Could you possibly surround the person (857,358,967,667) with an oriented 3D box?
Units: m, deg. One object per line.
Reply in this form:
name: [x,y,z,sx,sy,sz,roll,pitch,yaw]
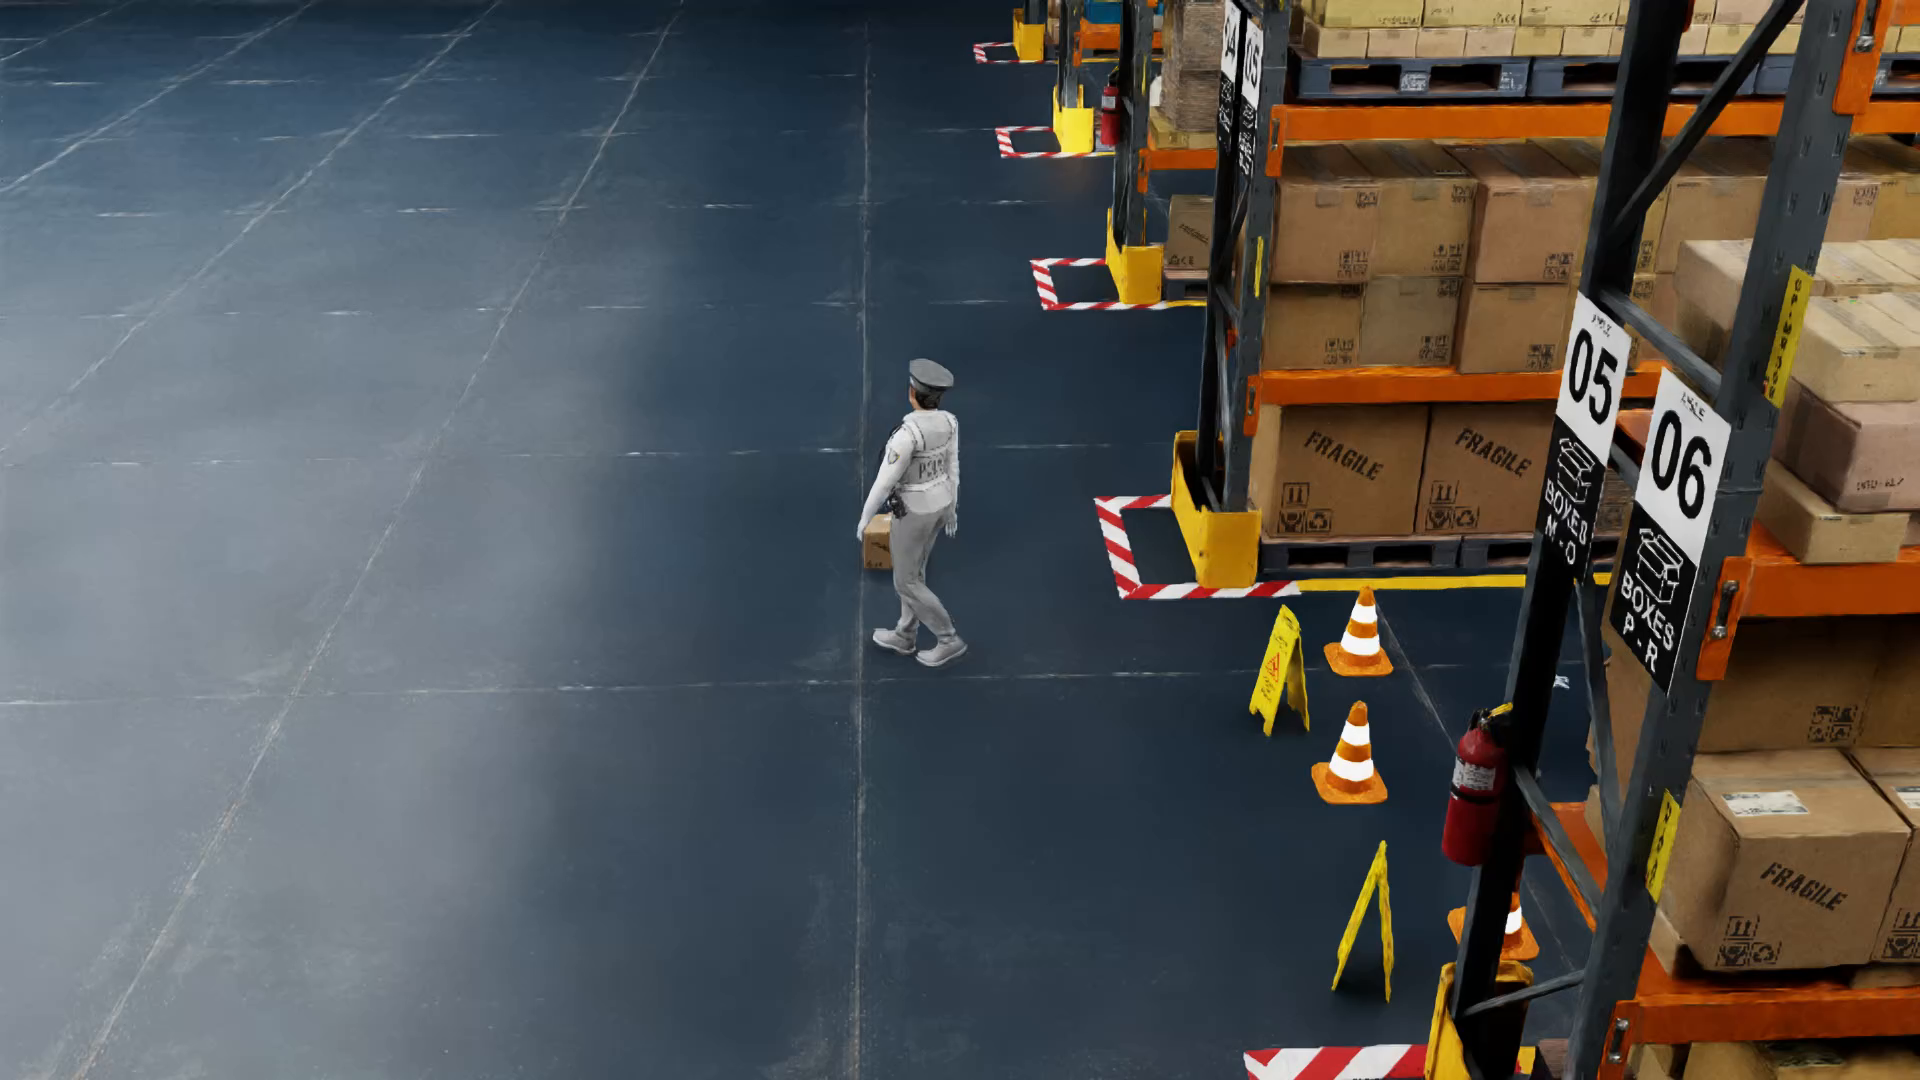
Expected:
person: [-0.191,-0.127,8.852,0.632,1.657,0.511,15,31,26]
